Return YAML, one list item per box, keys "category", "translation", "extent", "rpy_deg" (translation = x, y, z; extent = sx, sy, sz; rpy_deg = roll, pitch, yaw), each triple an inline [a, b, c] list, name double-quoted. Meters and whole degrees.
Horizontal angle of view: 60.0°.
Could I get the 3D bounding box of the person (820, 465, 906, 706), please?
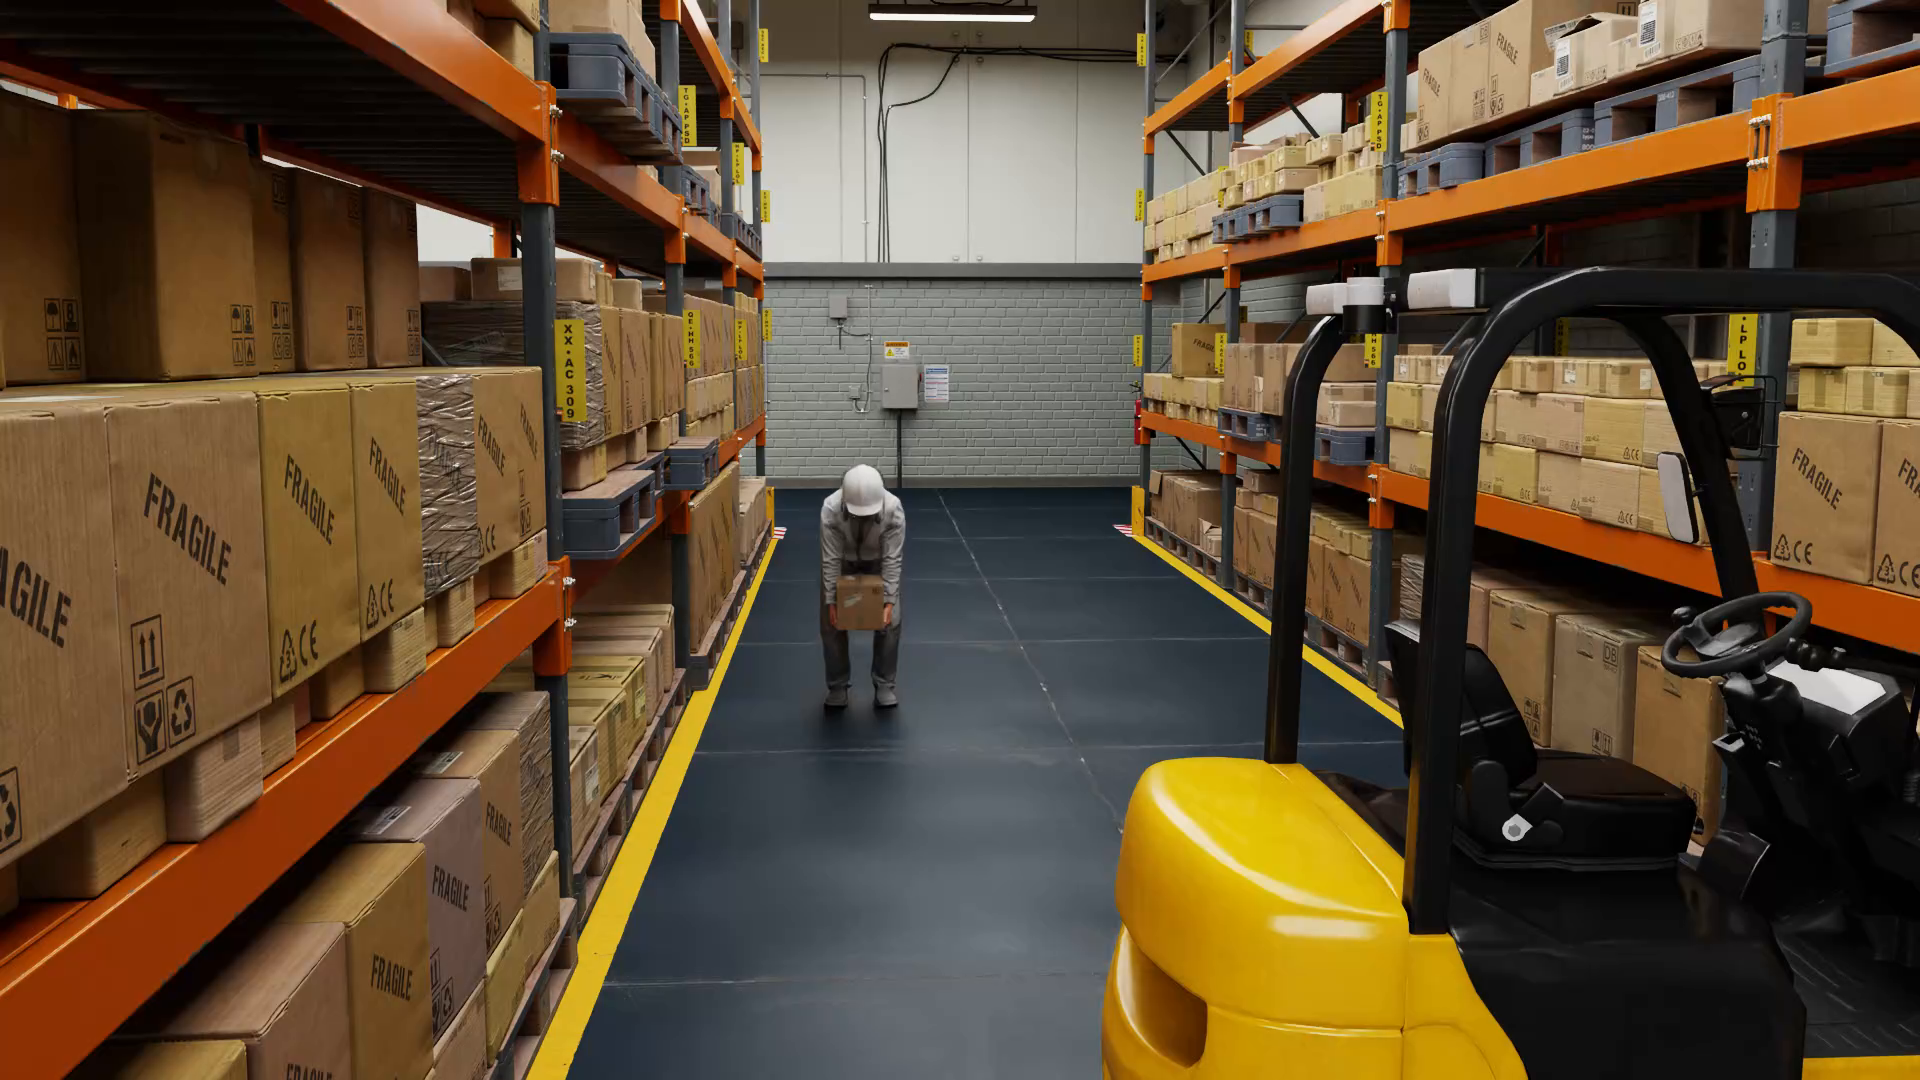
- category: "person"
  translation: [-0.537, 0.256, 9.119]
  extent: [0.475, 1.390, 0.920]
  rpy_deg: [0, 7, -3]
